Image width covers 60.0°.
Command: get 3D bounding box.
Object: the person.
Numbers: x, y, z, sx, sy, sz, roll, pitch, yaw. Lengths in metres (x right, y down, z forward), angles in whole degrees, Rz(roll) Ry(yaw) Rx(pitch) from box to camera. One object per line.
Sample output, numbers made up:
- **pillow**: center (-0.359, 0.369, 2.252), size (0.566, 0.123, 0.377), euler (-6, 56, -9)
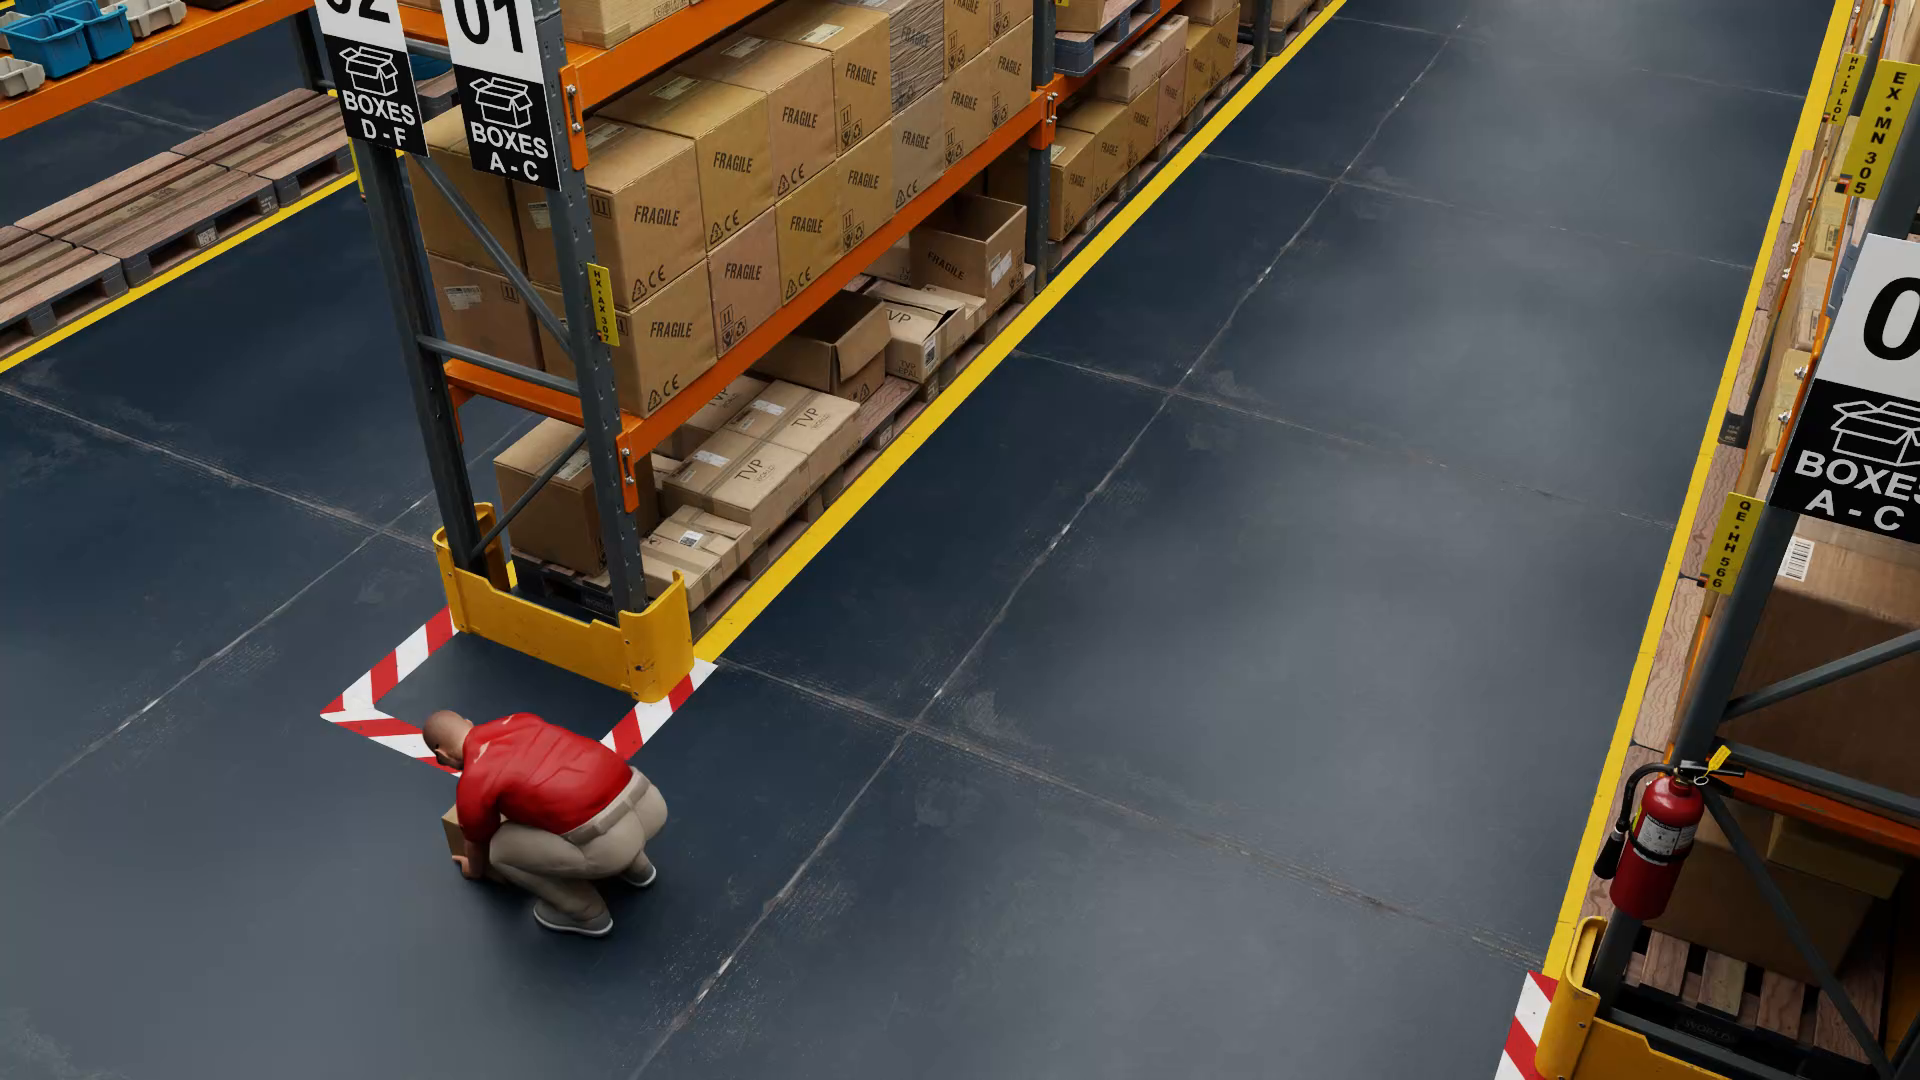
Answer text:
- **person**: center (-1.547, 1.038, 6.241), size (0.922, 0.794, 0.530), euler (17, 41, 20)
